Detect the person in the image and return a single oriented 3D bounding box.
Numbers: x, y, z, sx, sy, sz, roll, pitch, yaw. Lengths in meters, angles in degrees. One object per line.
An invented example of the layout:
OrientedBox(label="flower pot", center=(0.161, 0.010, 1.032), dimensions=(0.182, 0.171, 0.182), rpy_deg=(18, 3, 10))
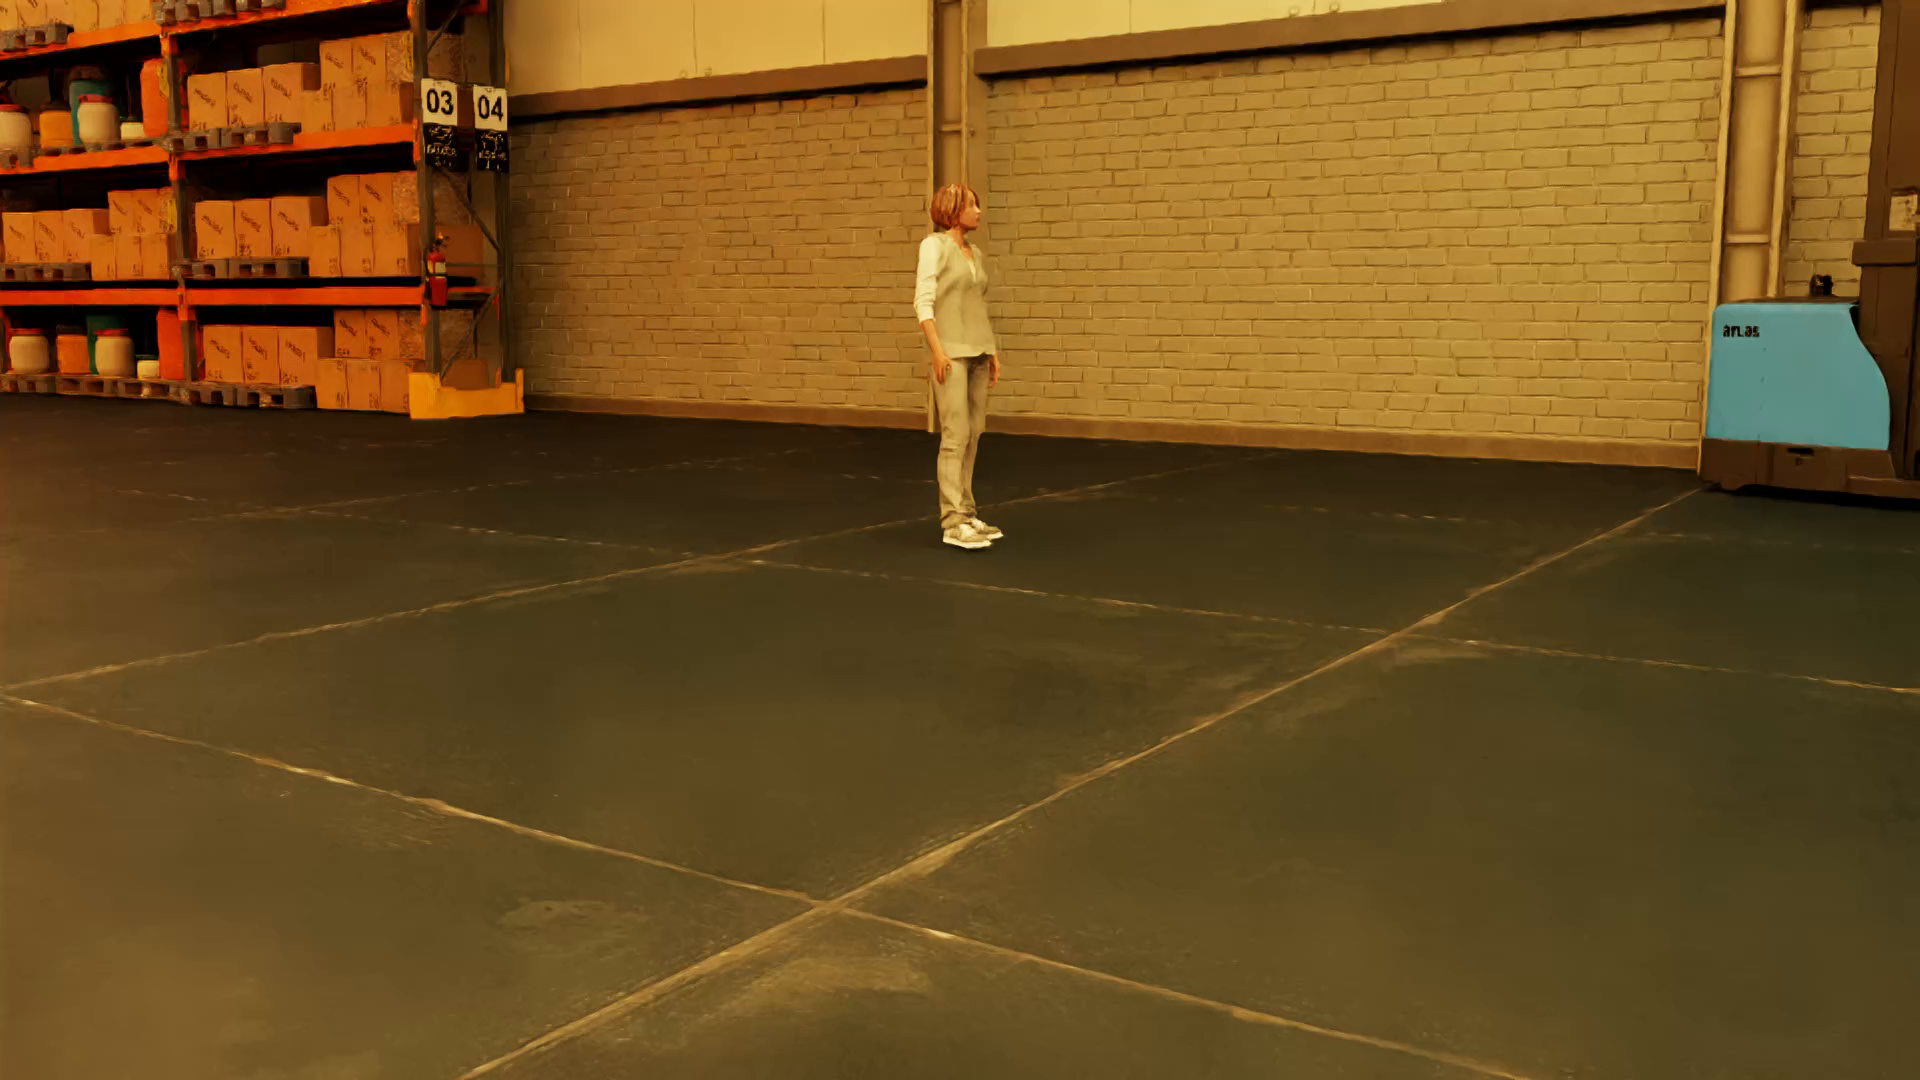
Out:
OrientedBox(label="person", center=(0.054, -0.790, 7.438), dimensions=(0.474, 1.597, 0.521), rpy_deg=(5, 10, 34))

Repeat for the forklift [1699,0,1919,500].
OrientedBox(label="forklift", center=(5.527, -1.604, 8.469), dimensions=(1.130, 2.935, 3.031), rpy_deg=(-6, 10, -36))
